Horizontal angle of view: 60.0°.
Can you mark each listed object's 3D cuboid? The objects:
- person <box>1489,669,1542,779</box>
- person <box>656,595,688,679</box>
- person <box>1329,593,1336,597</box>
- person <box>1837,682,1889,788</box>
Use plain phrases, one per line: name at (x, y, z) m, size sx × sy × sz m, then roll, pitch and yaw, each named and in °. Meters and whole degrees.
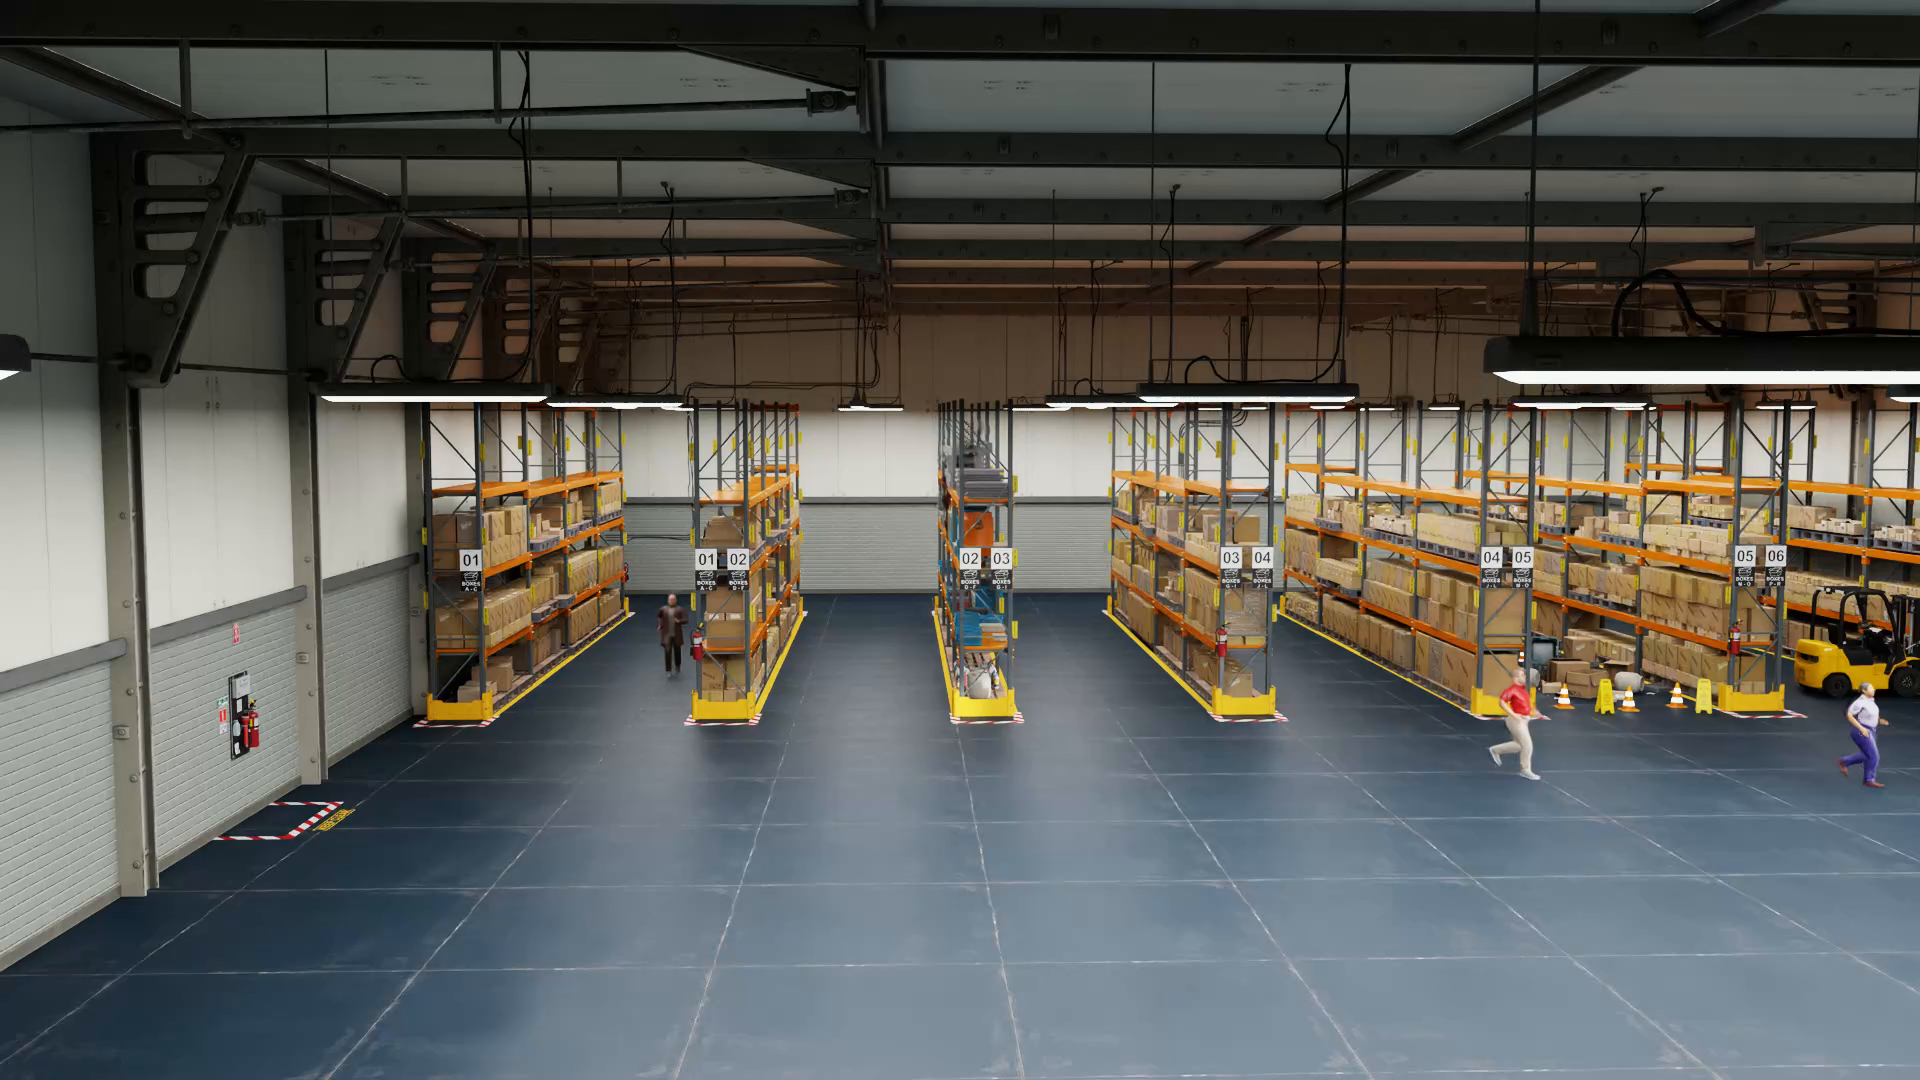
person at (8.779, 2.895, 26.253) m, size 0.808 × 1.721 × 0.663 m, roll 3°, pitch 5°, yaw 33°
person at (-6.245, 2.064, 36.102) m, size 0.701 × 1.764 × 1.064 m, roll -1°, pitch 4°, yaw -7°
person at (10.886, 1.255, 48.596) m, size 0.666 × 1.641 × 0.576 m, roll -3°, pitch 5°, yaw -33°
person at (13.874, 2.974, 25.588) m, size 0.609 × 1.610 × 0.693 m, roll -4°, pitch 6°, yaw -45°
